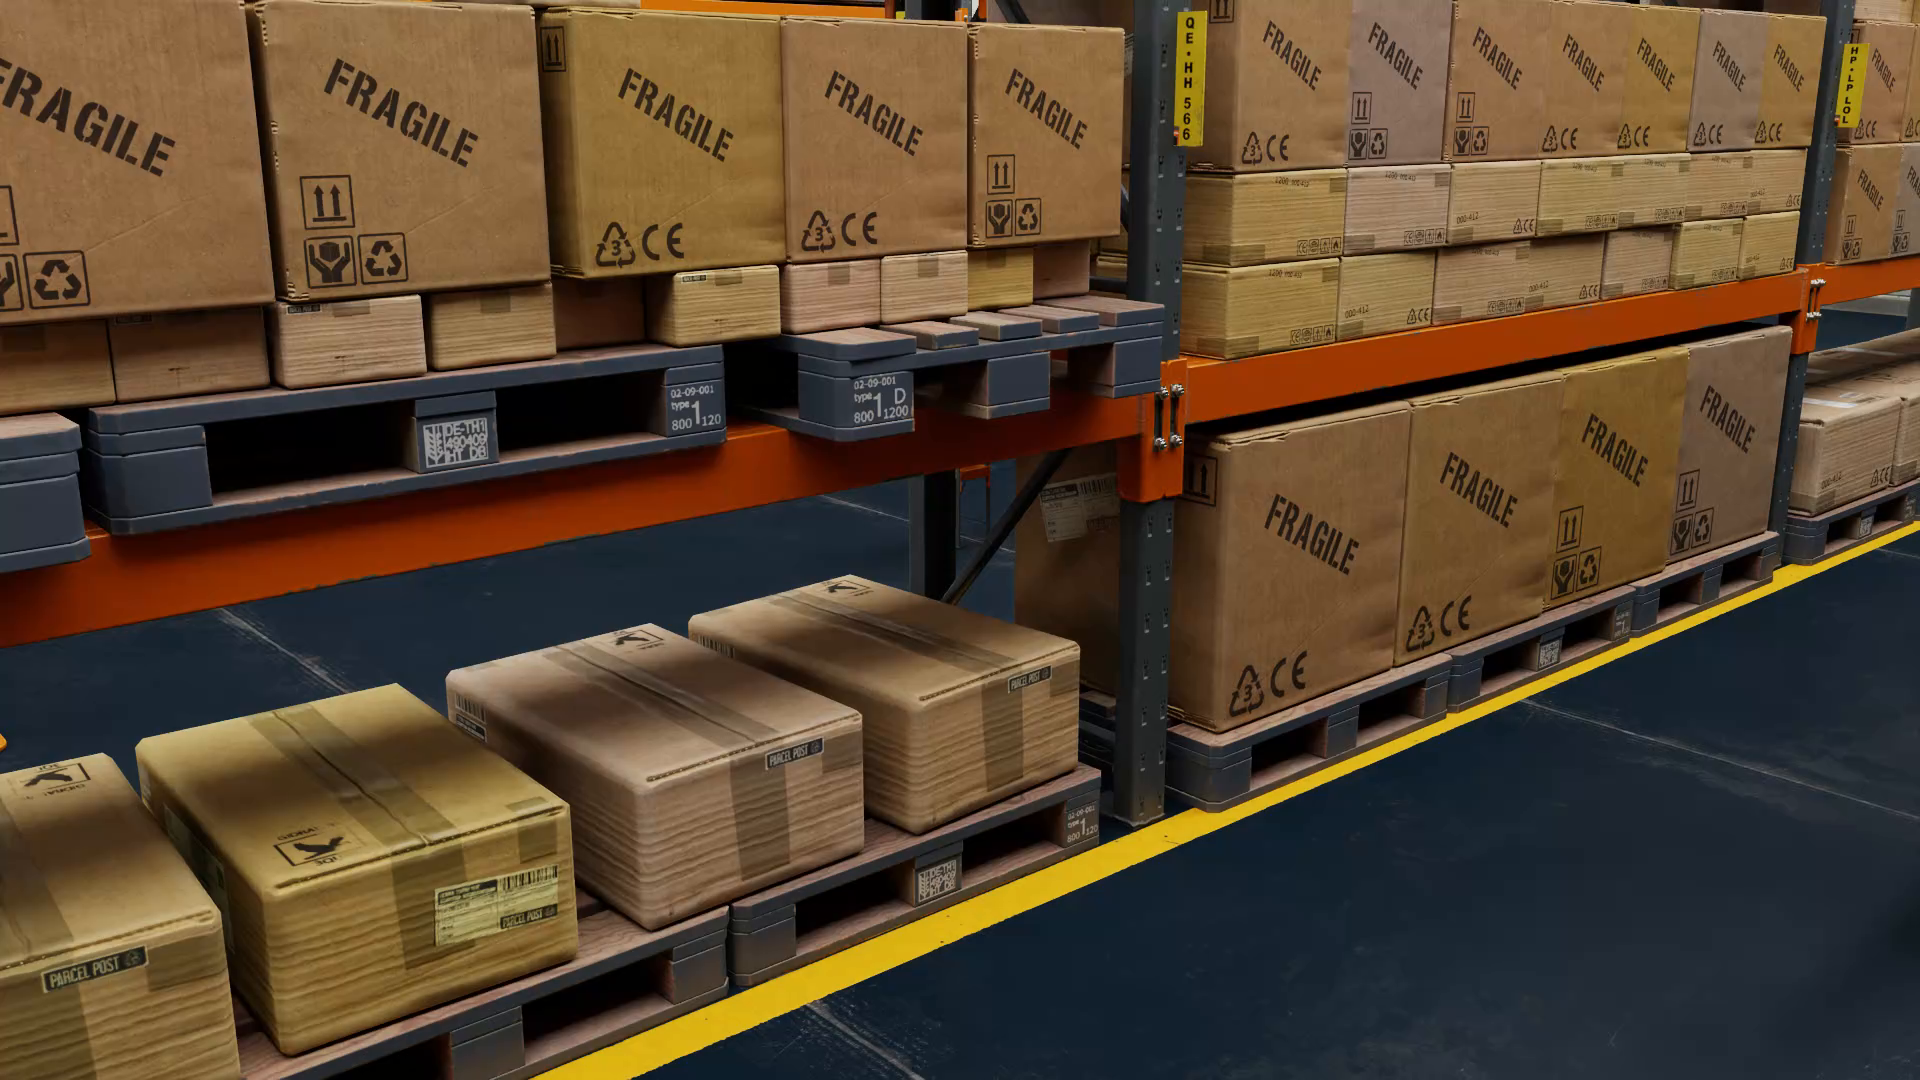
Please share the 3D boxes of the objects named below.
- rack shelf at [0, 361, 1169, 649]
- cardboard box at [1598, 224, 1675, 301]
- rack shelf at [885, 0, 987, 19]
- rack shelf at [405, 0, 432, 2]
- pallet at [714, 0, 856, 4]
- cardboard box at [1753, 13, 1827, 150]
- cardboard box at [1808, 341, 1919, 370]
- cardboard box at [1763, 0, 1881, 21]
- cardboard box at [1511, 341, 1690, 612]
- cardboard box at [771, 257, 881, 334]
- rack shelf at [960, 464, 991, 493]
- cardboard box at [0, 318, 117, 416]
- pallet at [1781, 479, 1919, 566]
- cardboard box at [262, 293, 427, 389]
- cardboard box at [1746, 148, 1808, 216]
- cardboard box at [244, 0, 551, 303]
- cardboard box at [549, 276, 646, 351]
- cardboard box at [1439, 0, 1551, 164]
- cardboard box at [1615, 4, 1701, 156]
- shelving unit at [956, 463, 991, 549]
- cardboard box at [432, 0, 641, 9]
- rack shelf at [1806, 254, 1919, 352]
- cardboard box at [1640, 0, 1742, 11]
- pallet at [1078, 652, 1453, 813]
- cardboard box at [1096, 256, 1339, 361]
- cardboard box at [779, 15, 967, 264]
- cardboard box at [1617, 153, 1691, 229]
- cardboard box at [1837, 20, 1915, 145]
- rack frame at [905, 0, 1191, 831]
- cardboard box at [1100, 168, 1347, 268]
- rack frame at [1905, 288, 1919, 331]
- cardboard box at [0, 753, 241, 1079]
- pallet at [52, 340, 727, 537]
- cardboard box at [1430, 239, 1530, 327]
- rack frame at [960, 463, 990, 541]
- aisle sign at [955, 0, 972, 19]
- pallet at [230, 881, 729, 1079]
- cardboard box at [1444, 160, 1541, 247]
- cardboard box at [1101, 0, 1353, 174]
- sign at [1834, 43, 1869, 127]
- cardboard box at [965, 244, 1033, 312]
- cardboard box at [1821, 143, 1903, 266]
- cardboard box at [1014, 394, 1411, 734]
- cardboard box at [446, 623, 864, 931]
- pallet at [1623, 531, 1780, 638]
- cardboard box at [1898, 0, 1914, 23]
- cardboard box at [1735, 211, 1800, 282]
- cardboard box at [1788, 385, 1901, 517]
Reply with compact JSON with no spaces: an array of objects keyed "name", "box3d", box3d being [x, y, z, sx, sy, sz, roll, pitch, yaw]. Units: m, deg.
[{"name":"rack shelf","box3d":[-1.298,-0.051,3.522,4.000,0.370,1.077,-13,19,-39]},{"name":"cardboard box","box3d":[2.277,-1.050,6.158,0.500,0.250,0.500,-13,20,-41]},{"name":"rack shelf","box3d":[-1.606,-3.124,9.216,4.000,0.370,1.077,-13,19,-39]},{"name":"rack shelf","box3d":[-4.786,-4.107,12.895,4.000,0.370,1.077,-13,19,-39]},{"name":"pallet","box3d":[-1.733,-5.093,15.363,1.213,0.211,1.003,-13,19,-39]},{"name":"cardboard box","box3d":[3.056,-1.822,6.627,0.500,0.500,0.500,-12,19,-38]},{"name":"cardboard box","box3d":[5.129,-0.770,8.970,0.875,0.438,0.875,-12,19,-38]},{"name":"cardboard box","box3d":[3.637,-2.263,7.020,0.250,0.149,0.380,-13,20,-40]},{"name":"cardboard box","box3d":[2.137,-0.316,6.425,0.875,0.875,0.875,-12,19,-38]},{"name":"cardboard box","box3d":[-0.393,-0.566,3.728,0.250,0.149,0.380,-14,20,-42]},{"name":"rack shelf","box3d":[-0.011,-0.302,7.659,0.180,0.103,0.258,-13,19,-39]},{"name":"cardboard box","box3d":[-1.603,-0.312,2.780,0.250,0.149,0.380,-12,19,-39]},{"name":"pallet","box3d":[3.853,-0.181,8.020,1.213,0.211,1.003,-13,19,-39]},{"name":"cardboard box","box3d":[-1.181,-0.389,3.066,0.250,0.149,0.380,-12,19,-37]},{"name":"cardboard box","box3d":[3.055,-1.462,6.733,0.500,0.250,0.500,-13,20,-39]},{"name":"cardboard box","box3d":[-1.125,-0.733,3.099,0.500,0.500,0.500,-14,20,-42]},{"name":"cardboard box","box3d":[-0.863,-0.498,3.476,0.250,0.149,0.380,-12,19,-39]},{"name":"cardboard box","box3d":[1.512,-1.475,5.329,0.500,0.500,0.500,-12,19,-38]},{"name":"cardboard box","box3d":[2.275,-1.651,5.986,0.500,0.500,0.500,-12,19,-38]},{"name":"shelving unit","box3d":[-0.011,-0.577,7.586,0.189,1.200,0.258,-13,19,-39]},{"name":"cardboard box","box3d":[-0.838,-1.114,3.266,0.250,0.149,0.380,-14,20,-42]},{"name":"rack shelf","box3d":[4.737,-1.406,8.596,4.000,0.370,1.077,-13,19,-39]},{"name":"cardboard box","box3d":[3.252,-2.374,7.437,0.250,0.149,0.380,-13,20,-40]},{"name":"pallet","box3d":[0.855,0.491,5.503,1.213,0.211,1.003,-13,19,-39]},{"name":"cardboard box","box3d":[0.745,-0.699,4.844,0.500,0.250,0.500,-13,20,-40]},{"name":"cardboard box","box3d":[-0.332,-0.911,3.766,0.500,0.500,0.500,-13,20,-40]},{"name":"cardboard box","box3d":[2.296,-1.287,6.078,0.500,0.250,0.500,-12,19,-38]},{"name":"cardboard box","box3d":[3.747,-1.980,7.218,0.500,0.500,0.500,-12,19,-39]},{"name":"rack frame","box3d":[0.211,-0.737,4.698,0.127,3.000,1.000,-13,19,-39]},{"name":"cardboard box","box3d":[0.755,-0.944,4.794,0.500,0.250,0.500,-13,20,-40]},{"name":"rack frame","box3d":[6.246,-2.093,9.772,0.127,3.000,1.000,-13,19,-39]},{"name":"cardboard box","box3d":[-1.873,0.795,3.239,0.625,0.372,0.950,-11,19,-36]},{"name":"pallet","box3d":[-1.256,-0.301,3.438,1.213,0.211,1.003,-13,19,-39]},{"name":"cardboard box","box3d":[1.520,-0.877,5.511,0.500,0.250,0.500,-12,19,-38]},{"name":"rack frame","box3d":[0.058,-0.593,7.644,0.006,1.200,0.240,-13,19,-39]},{"name":"aisle sign","box3d":[-0.008,-5.232,16.486,0.004,0.787,0.394,-13,19,-39]},{"name":"pallet","box3d":[-1.300,0.948,3.794,1.213,0.211,1.003,-13,19,-39]},{"name":"cardboard box","box3d":[1.530,-1.114,5.428,0.500,0.250,0.500,-13,20,-40]},{"name":"cardboard box","box3d":[0.743,-1.305,4.691,0.500,0.500,0.500,-14,20,-41]},{"name":"sign","box3d":[3.592,-1.832,6.706,0.005,0.325,0.100,-13,19,-39]},{"name":"cardboard box","box3d":[-0.037,-0.658,4.074,0.250,0.149,0.380,-12,19,-39]},{"name":"cardboard box","box3d":[3.754,-1.492,7.329,0.500,0.500,0.500,-12,19,-38]},{"name":"cardboard box","box3d":[0.786,-0.015,5.296,0.875,0.875,0.875,-13,20,-40]},{"name":"cardboard box","box3d":[-0.773,0.550,4.158,0.625,0.372,0.950,-13,20,-40]},{"name":"pallet","box3d":[2.696,0.078,7.050,1.213,0.211,1.003,-13,19,-39]},{"name":"cardboard box","box3d":[3.985,-2.361,7.387,0.250,0.149,0.380,-13,20,-40]},{"name":"cardboard box","box3d":[3.055,-1.217,6.786,0.500,0.250,0.500,-13,20,-41]},{"name":"cardboard box","box3d":[3.772,-0.465,7.831,0.875,0.438,0.875,-13,20,-40]}]
